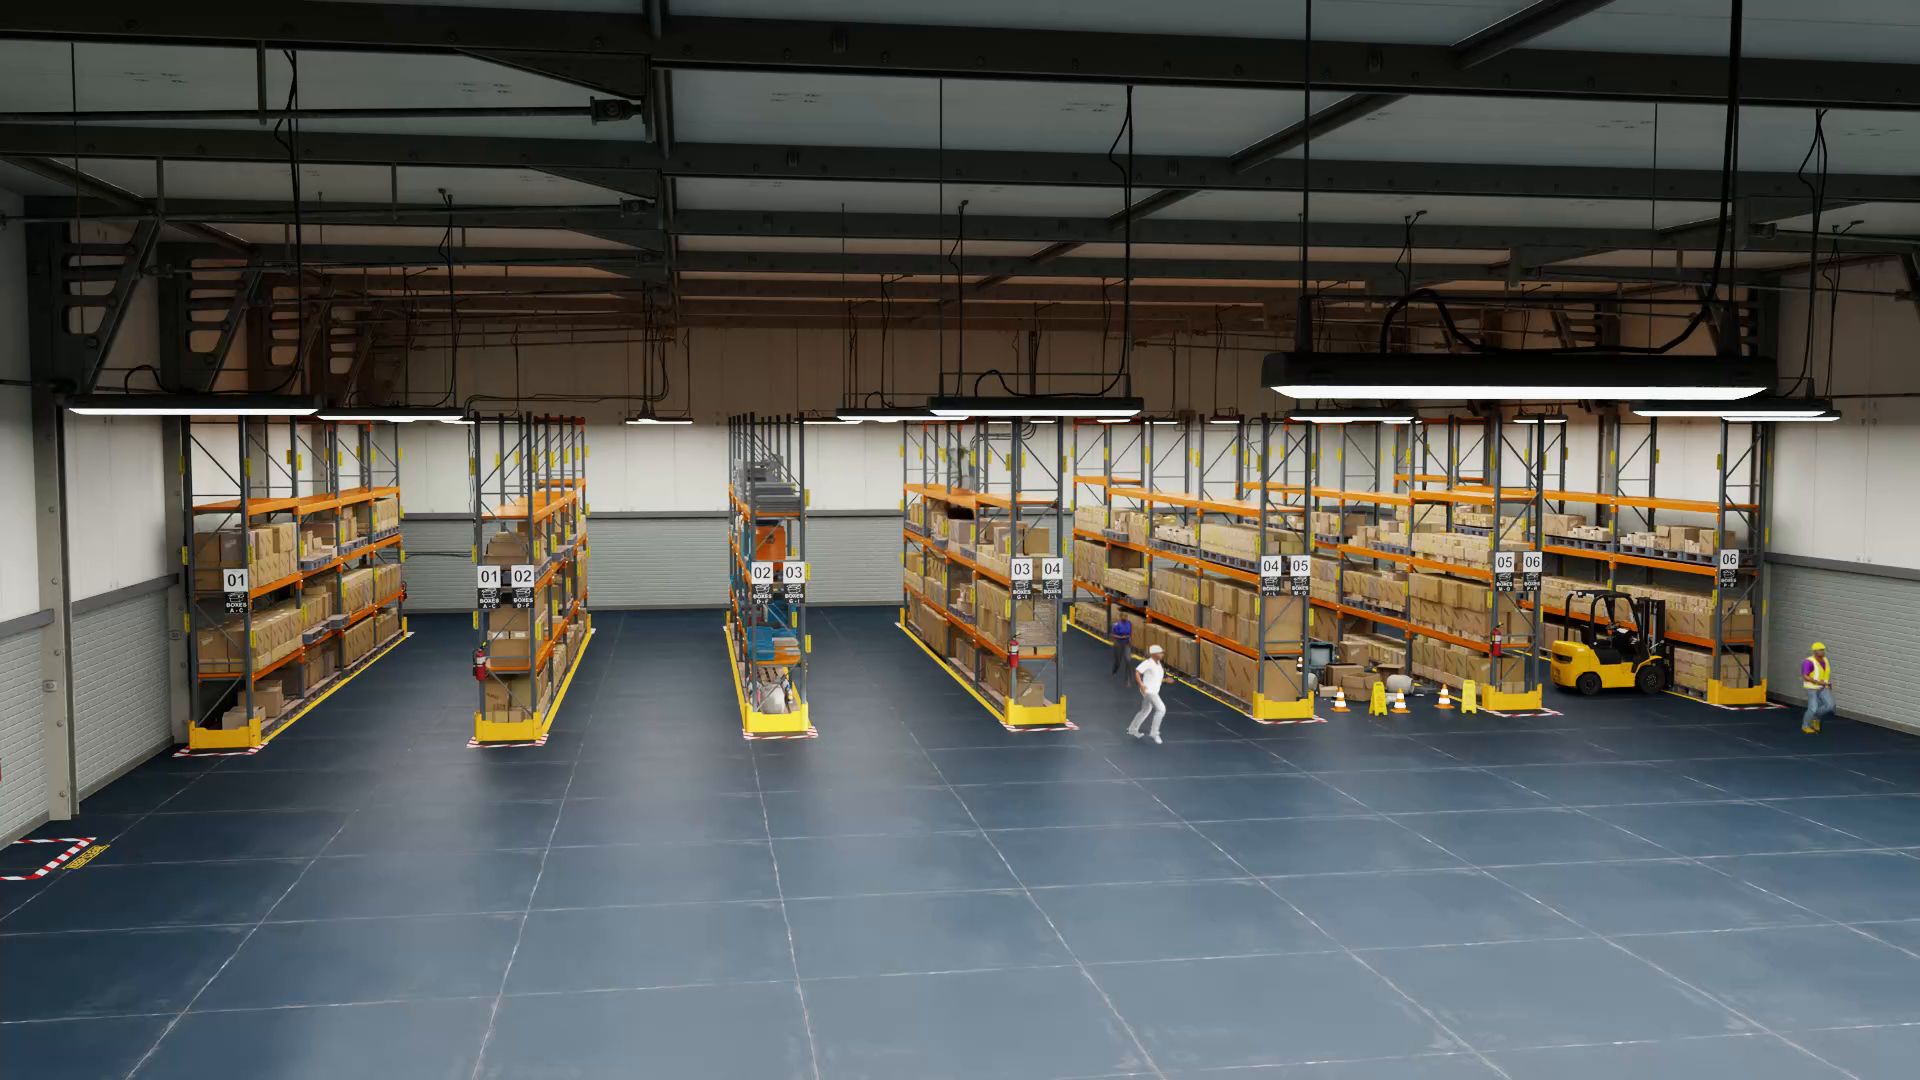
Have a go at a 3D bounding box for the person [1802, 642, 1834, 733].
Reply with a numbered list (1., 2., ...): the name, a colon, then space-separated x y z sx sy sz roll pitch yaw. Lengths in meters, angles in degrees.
1. person: 15.933 2.752 30.839 0.682 1.715 0.700 -1 4 -14

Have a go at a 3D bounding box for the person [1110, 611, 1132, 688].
1. person: 3.586 2.399 36.893 0.600 1.693 0.918 -2 4 -22

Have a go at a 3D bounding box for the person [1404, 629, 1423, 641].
1. person: 11.959 1.833 44.022 0.671 1.783 0.884 -1 4 -13

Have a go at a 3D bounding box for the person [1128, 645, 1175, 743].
1. person: 3.477 2.809 30.301 0.864 1.814 0.626 1 4 18
